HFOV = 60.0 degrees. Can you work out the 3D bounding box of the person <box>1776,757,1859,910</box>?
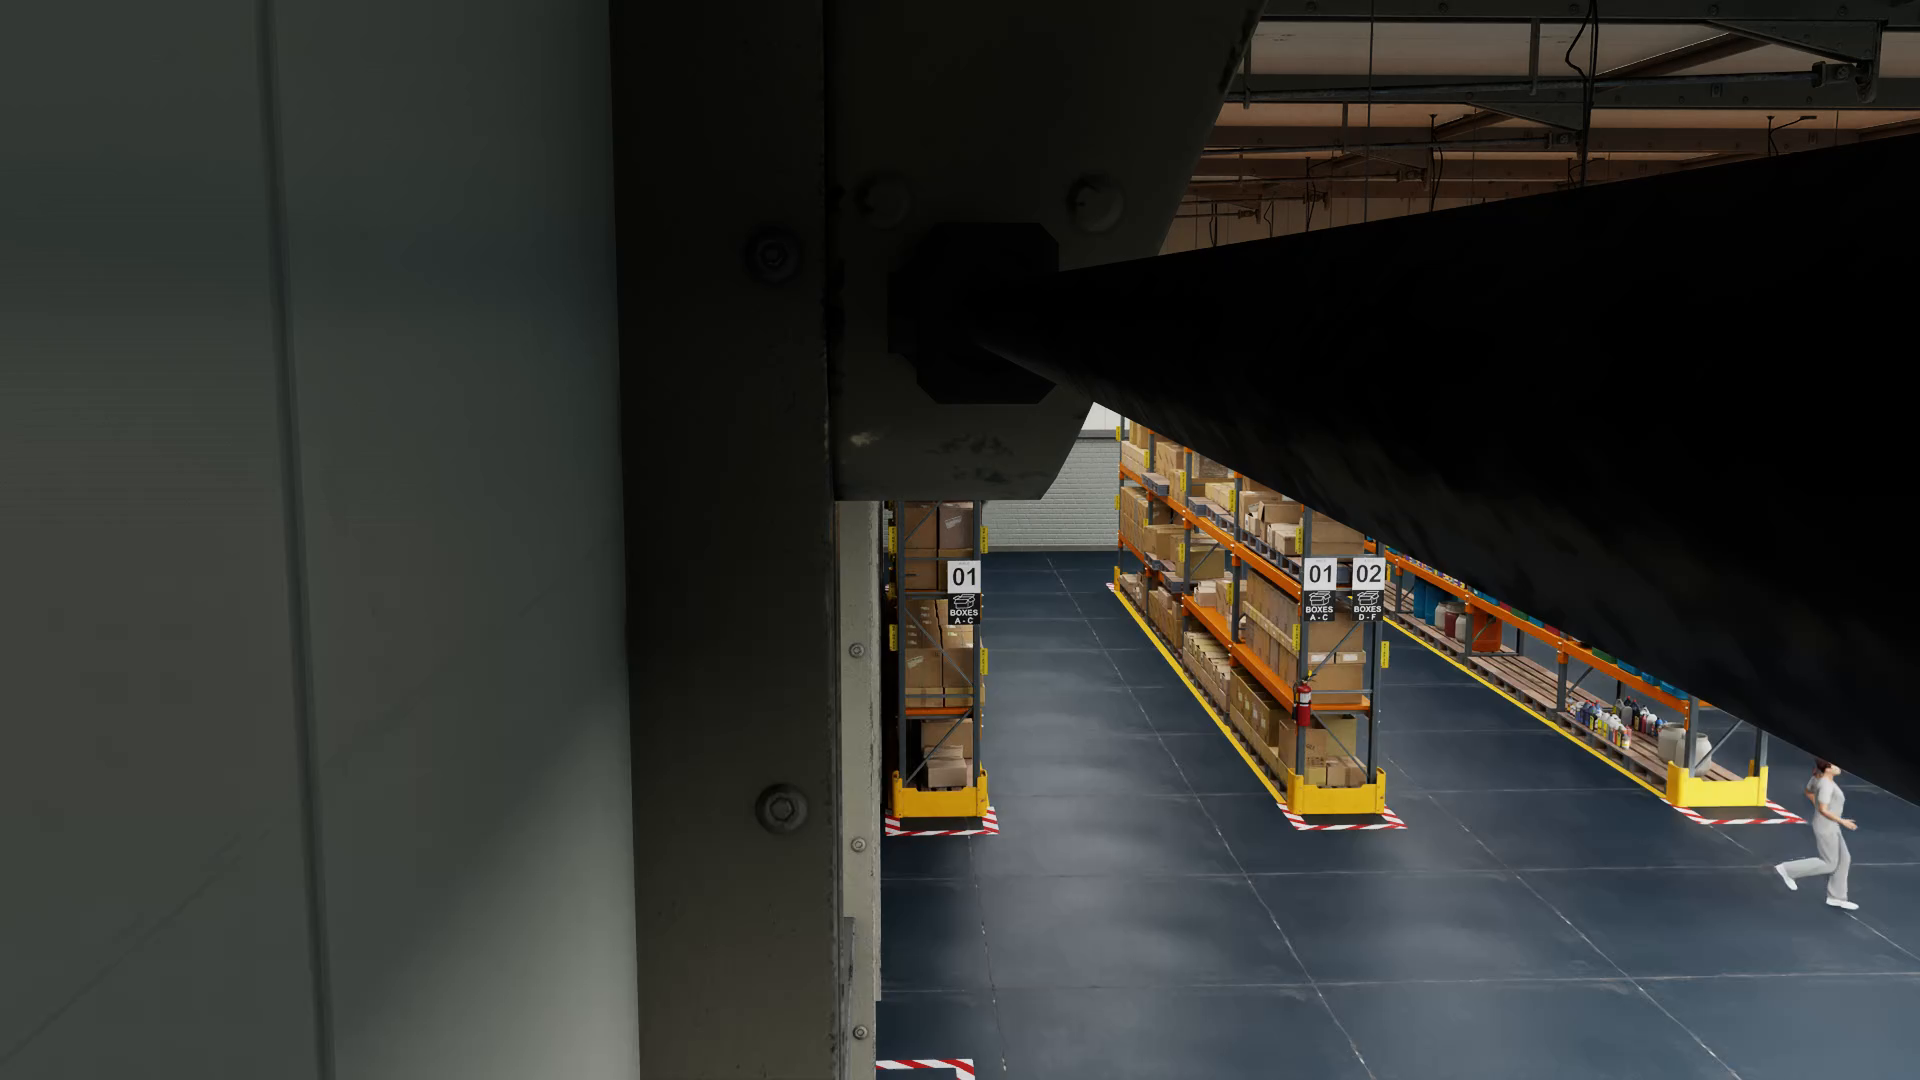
[{"bbox_3d":[9.041,3.035,17.462,0.809,1.652,0.576,3,9,21],"label":"person"}]
